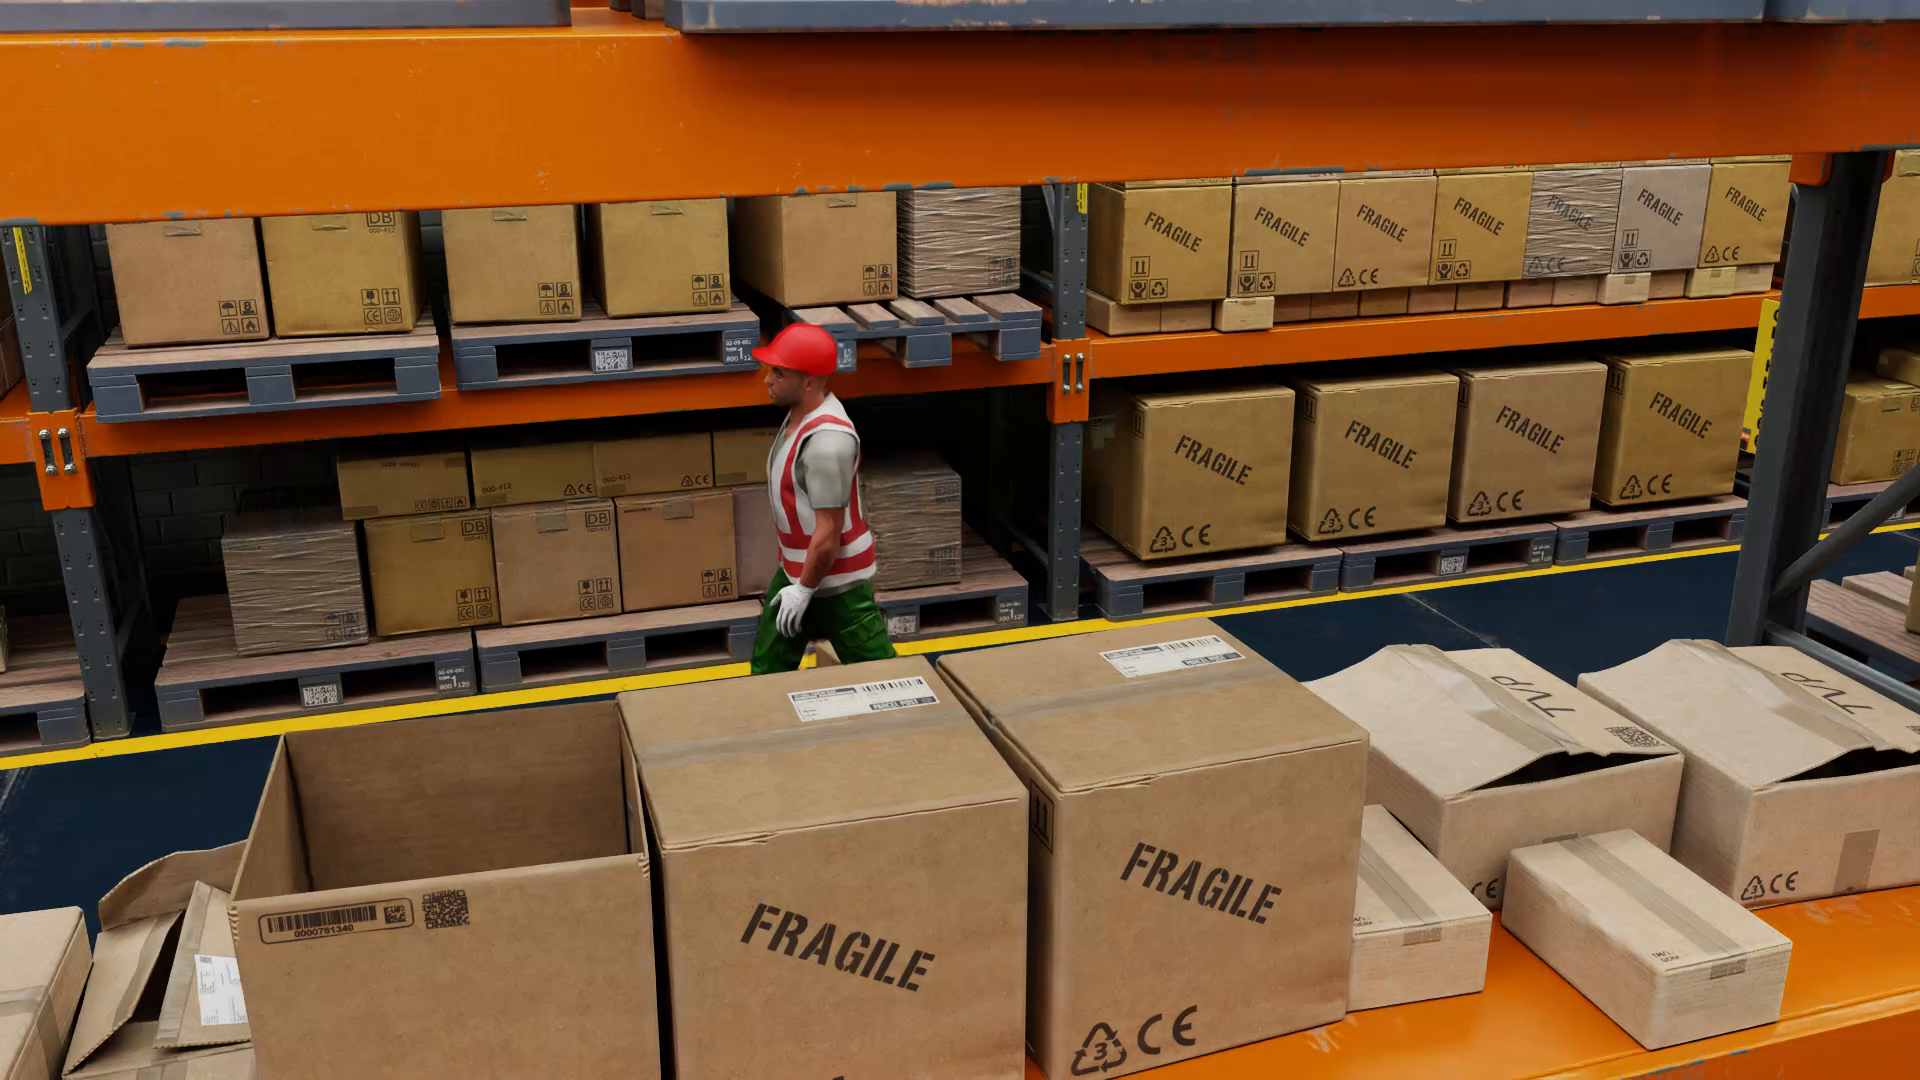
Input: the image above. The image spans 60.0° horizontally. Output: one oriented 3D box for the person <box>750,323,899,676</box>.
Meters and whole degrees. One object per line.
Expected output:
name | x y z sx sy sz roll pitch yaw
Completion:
person | -0.480 0.113 5.699 1.043 1.749 0.543 -6 20 -18
